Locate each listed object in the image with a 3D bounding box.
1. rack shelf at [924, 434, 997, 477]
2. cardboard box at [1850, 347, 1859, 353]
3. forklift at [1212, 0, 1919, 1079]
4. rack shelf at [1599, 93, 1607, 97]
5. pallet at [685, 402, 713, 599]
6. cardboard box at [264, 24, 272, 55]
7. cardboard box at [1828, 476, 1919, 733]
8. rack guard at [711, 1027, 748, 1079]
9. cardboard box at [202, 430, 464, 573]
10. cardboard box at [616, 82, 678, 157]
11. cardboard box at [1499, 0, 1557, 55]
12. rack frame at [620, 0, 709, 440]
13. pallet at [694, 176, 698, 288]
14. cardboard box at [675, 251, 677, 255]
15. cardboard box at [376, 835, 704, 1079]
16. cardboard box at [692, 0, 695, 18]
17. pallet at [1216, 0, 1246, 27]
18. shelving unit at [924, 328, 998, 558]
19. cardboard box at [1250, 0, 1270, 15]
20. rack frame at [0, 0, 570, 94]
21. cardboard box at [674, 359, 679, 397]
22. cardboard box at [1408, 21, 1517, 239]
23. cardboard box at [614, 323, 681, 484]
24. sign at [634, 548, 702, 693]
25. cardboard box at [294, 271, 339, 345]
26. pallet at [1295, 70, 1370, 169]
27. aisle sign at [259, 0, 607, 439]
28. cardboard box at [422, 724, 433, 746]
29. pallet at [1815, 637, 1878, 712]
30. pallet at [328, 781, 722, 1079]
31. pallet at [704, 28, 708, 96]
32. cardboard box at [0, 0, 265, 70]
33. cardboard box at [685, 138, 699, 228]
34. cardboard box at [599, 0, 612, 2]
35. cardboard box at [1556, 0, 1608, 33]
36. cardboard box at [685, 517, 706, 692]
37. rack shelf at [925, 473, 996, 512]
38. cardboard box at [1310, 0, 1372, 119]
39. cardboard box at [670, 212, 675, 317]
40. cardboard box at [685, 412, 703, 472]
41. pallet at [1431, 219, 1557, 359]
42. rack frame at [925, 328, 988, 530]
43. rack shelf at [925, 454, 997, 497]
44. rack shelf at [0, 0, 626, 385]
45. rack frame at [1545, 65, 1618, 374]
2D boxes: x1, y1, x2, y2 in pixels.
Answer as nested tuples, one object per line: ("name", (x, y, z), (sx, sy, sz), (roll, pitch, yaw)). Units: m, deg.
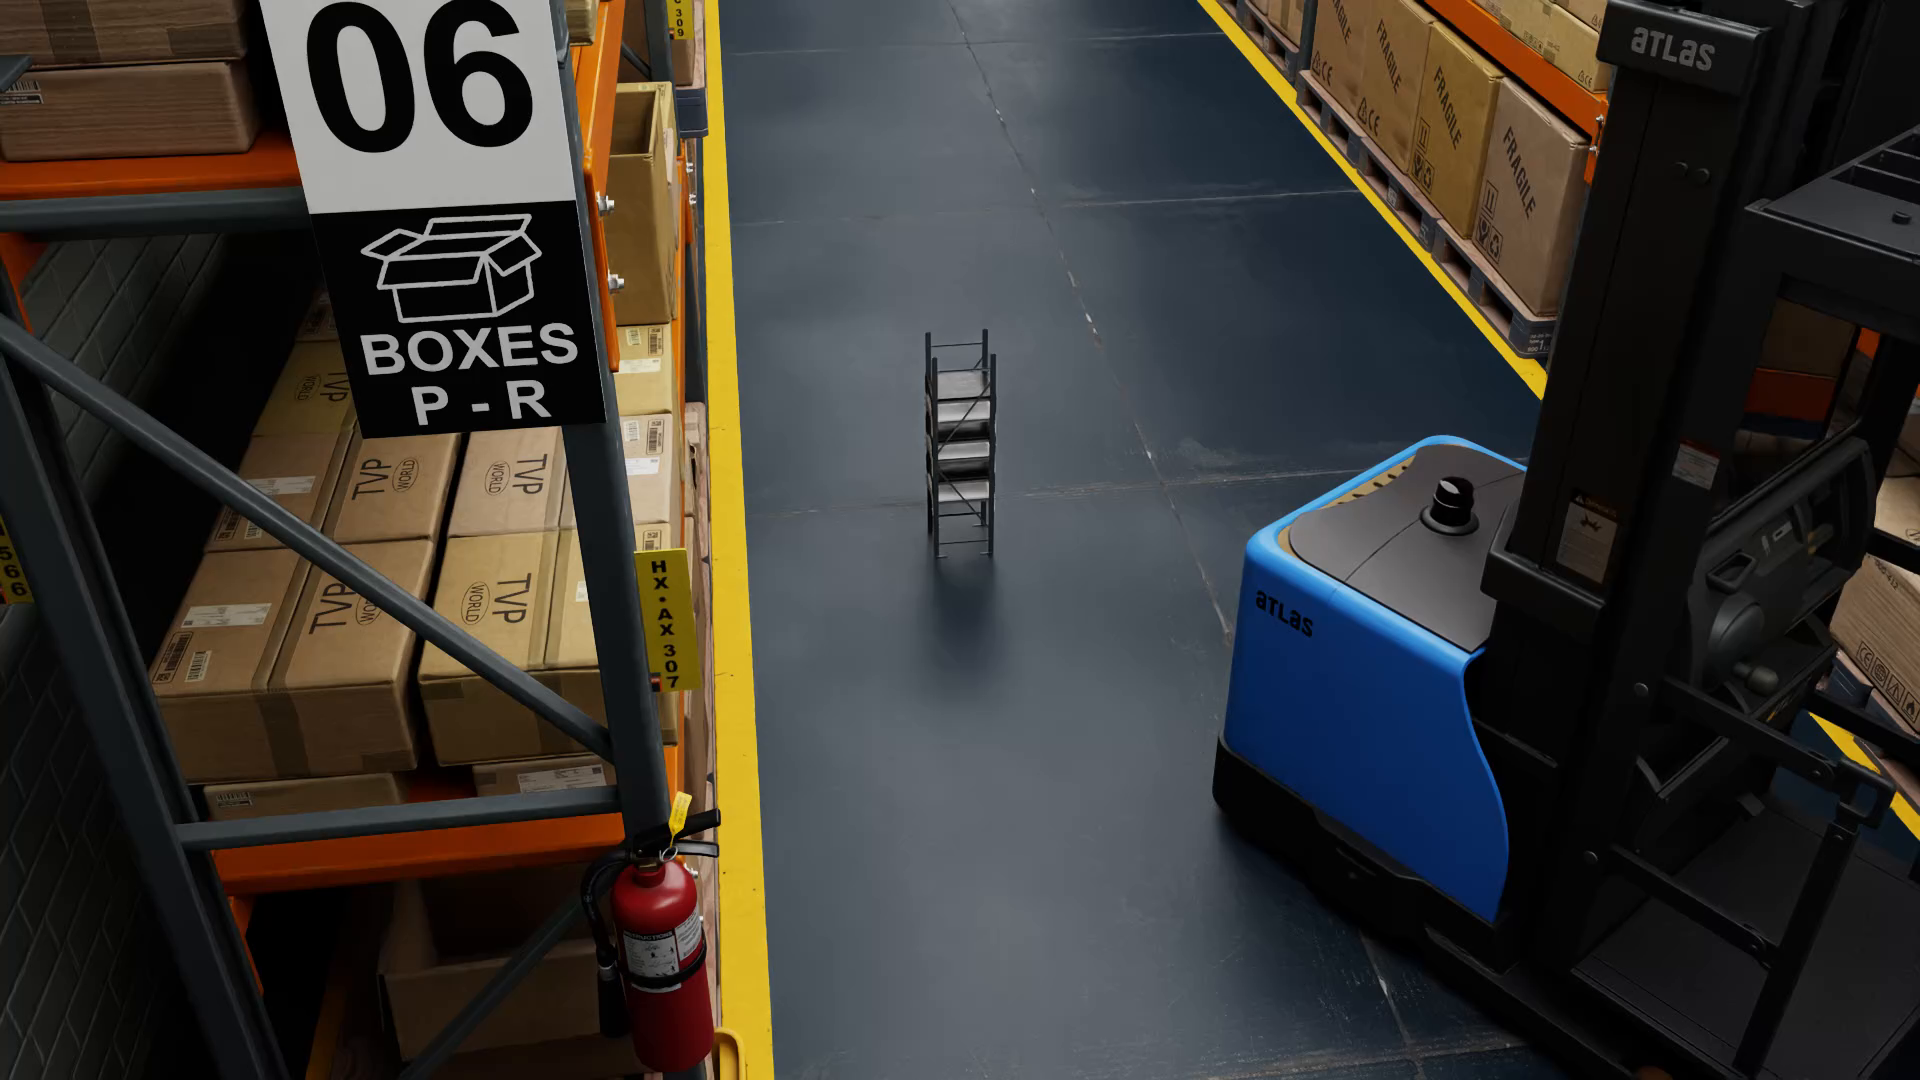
("rack shelf", (0.001, -0.340, 6.509), (0.258, 0.077, 0.200), (-4, 35, -6))
("cardboard box", (3.276, -0.814, 7.183), (0.875, 0.438, 0.875), (-5, 35, -7))
("forklift", (2.165, 0.119, 3.973), (1.130, 2.935, 3.031), (-26, 42, -33))
("rack shelf", (3.029, -2.957, 8.891), (0.919, 0.124, 3.809), (-4, 35, -6))
("pallet", (-1.529, -0.144, 6.774), (1.003, 0.211, 1.213), (-4, 35, -6))
("cardboard box", (-1.451, -0.887, 2.947), (0.380, 0.149, 0.250), (-4, 34, -6))
("cardboard box", (3.516, 0.189, 5.711), (0.875, 0.438, 0.875), (-3, 34, -5))
("rack guard", (-1.093, 1.543, 4.042), (1.175, 0.500, 0.348), (-4, 35, -6))
("cardboard box", (-1.475, -0.033, 4.004), (0.500, 0.250, 0.500), (-4, 35, -6))
("cardboard box", (-1.310, -1.475, 6.120), (0.500, 0.250, 0.500), (-4, 34, -5))
("cardboard box", (2.920, -2.511, 7.904), (0.500, 0.250, 0.500), (-5, 35, -7))
("rack frame", (-1.620, -1.680, 6.551), (1.000, 3.000, 0.127), (-4, 35, -6))
("pallet", (-1.934, -1.661, 8.999), (1.003, 0.211, 1.213), (-4, 35, -6))
("cardboard box", (-1.212, -1.130, 5.968), (0.380, 0.149, 0.250), (-4, 34, -5))
("cardboard box", (-1.071, 1.062, 4.372), (0.797, 0.503, 0.637), (-6, 35, -8))
("cardboard box", (-1.533, -2.470, 7.250), (0.700, 0.500, 0.500), (-4, 34, -6))
("pallet", (2.495, -4.253, 12.803), (1.003, 0.211, 1.213), (-4, 35, -6))
("shelving unit", (0.001, -0.367, 6.490), (0.258, 0.900, 0.210), (-4, 35, -6))
("cardboard box", (2.587, -4.105, 12.070), (0.950, 0.372, 0.625), (-5, 35, -7))
("rack frame", (-1.082, -1.927, 1.586), (1.000, 3.000, 0.127), (-4, 35, -6))
("cardboard box", (-1.034, -0.416, 4.920), (0.380, 0.149, 0.250), (-4, 34, -5))
("cardboard box", (3.006, -2.197, 8.823), (0.875, 0.875, 0.875), (-3, 34, -5))
("cardboard box", (-1.016, -0.346, 4.463), (0.500, 0.250, 0.500), (-5, 35, -7))
("sign", (-0.545, 0.154, 3.092), (0.100, 0.325, 0.005), (-4, 35, -6))
("cardboard box", (-1.607, -0.601, 4.838), (0.500, 0.250, 0.500), (-4, 35, -6))
("pallet", (2.791, -2.692, 10.512), (1.003, 0.211, 1.213), (-4, 35, -6))
("aisle sign", (-0.782, -0.506, 2.520), (0.394, 0.787, 0.004), (-4, 35, -6))
("cardboard box", (-1.366, 0.345, 3.803), (0.380, 0.149, 0.250), (-3, 34, -5))
("pallet", (3.490, 0.207, 6.259), (1.003, 0.211, 1.213), (-4, 35, -6))
("pallet", (-1.201, 1.218, 4.776), (1.003, 0.211, 1.213), (-4, 35, -6))
("pallet", (-2.230, -3.222, 11.290), (1.003, 0.211, 1.213), (-4, 35, -6))
("cardboard box", (-1.412, -0.976, 2.723), (0.500, 0.250, 0.500), (-5, 35, -7))
("cardboard box", (-1.670, -1.972, 8.827), (0.500, 0.500, 0.500), (-6, 35, -8))
("cardboard box", (-0.905, -1.214, 3.428), (0.380, 0.149, 0.250), (-4, 34, -5))
("cardboard box", (2.998, -2.430, 7.341), (0.500, 0.250, 0.500), (-4, 35, -6))
("cardboard box", (-1.119, 0.281, 5.521), (0.500, 0.500, 0.500), (-4, 34, -5))
("rack shelf", (0.001, -0.191, 6.610), (0.258, 0.077, 0.200), (-4, 35, -6))
("cardboard box", (2.770, -3.194, 10.286), (0.875, 0.875, 0.875), (-5, 35, -7))
("cardboard box", (-1.174, -0.917, 5.301), (0.500, 0.250, 0.500), (-5, 35, -7))
("cardboard box", (-1.254, -0.386, 6.812), (0.380, 0.149, 0.250), (-5, 35, -8))
("pallet", (3.119, -1.330, 8.514), (1.003, 0.211, 1.213), (-4, 35, -6))
("rack frame", (-0.013, -0.424, 6.573), (0.240, 0.900, 0.006), (-4, 35, -6))
("rack shelf", (0.001, -0.265, 6.559), (0.258, 0.077, 0.200), (-4, 35, -6))
("rack shelf", (-1.351, -1.506, 4.271), (1.077, 0.370, 4.000), (-4, 35, -6))
("rack frame", (3.298, -2.058, 7.106), (1.000, 3.000, 0.127), (-4, 35, -6))
